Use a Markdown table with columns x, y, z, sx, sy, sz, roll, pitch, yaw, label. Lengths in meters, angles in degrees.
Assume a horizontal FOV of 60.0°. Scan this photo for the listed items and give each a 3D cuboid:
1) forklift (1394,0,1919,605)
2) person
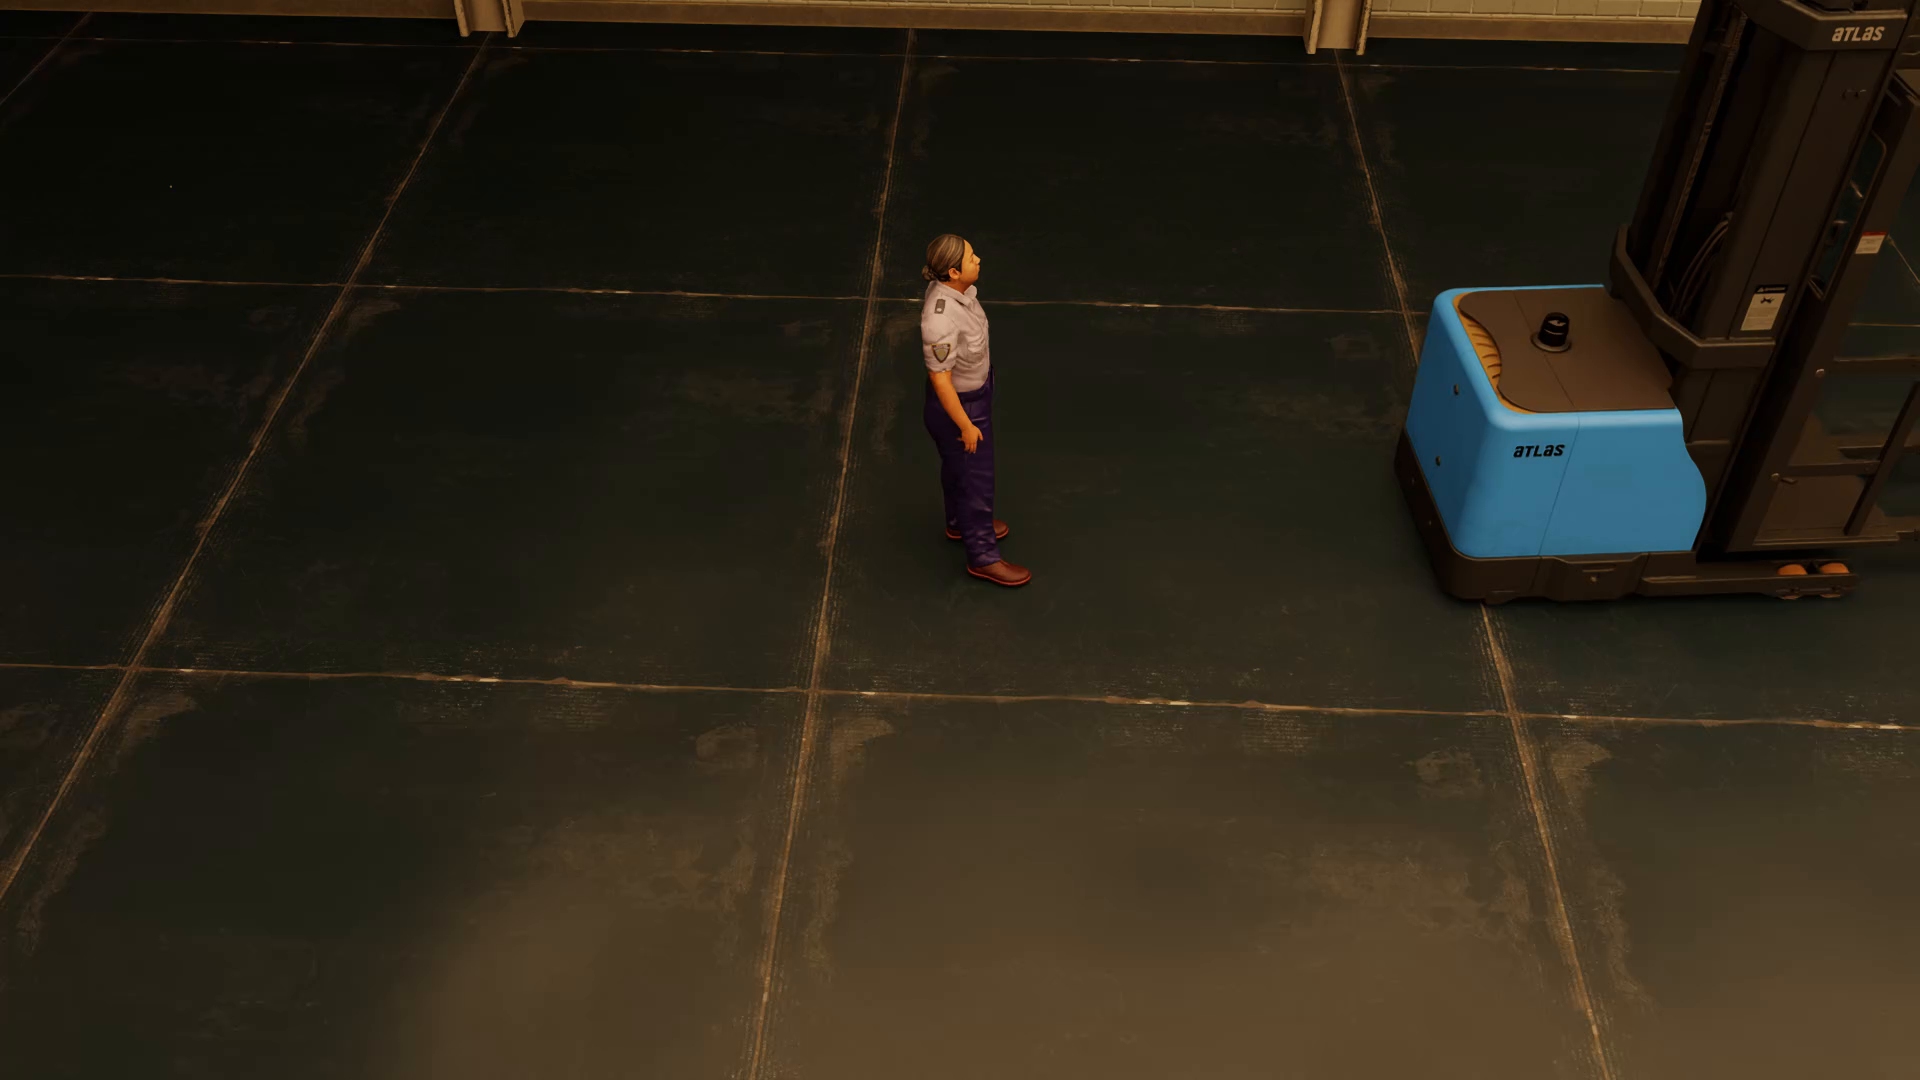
| x | y | z | sx | sy | sz | roll | pitch | yaw | label |
| --- | --- | --- | --- | --- | --- | --- | --- | --- | --- |
| 3.680 | -1.167 | 7.021 | 3.031 | 2.935 | 1.130 | -2 | 42 | -2 | forklift |
| 0.088 | -0.596 | 7.335 | 0.503 | 1.651 | 0.598 | 2 | 42 | 2 | person |
